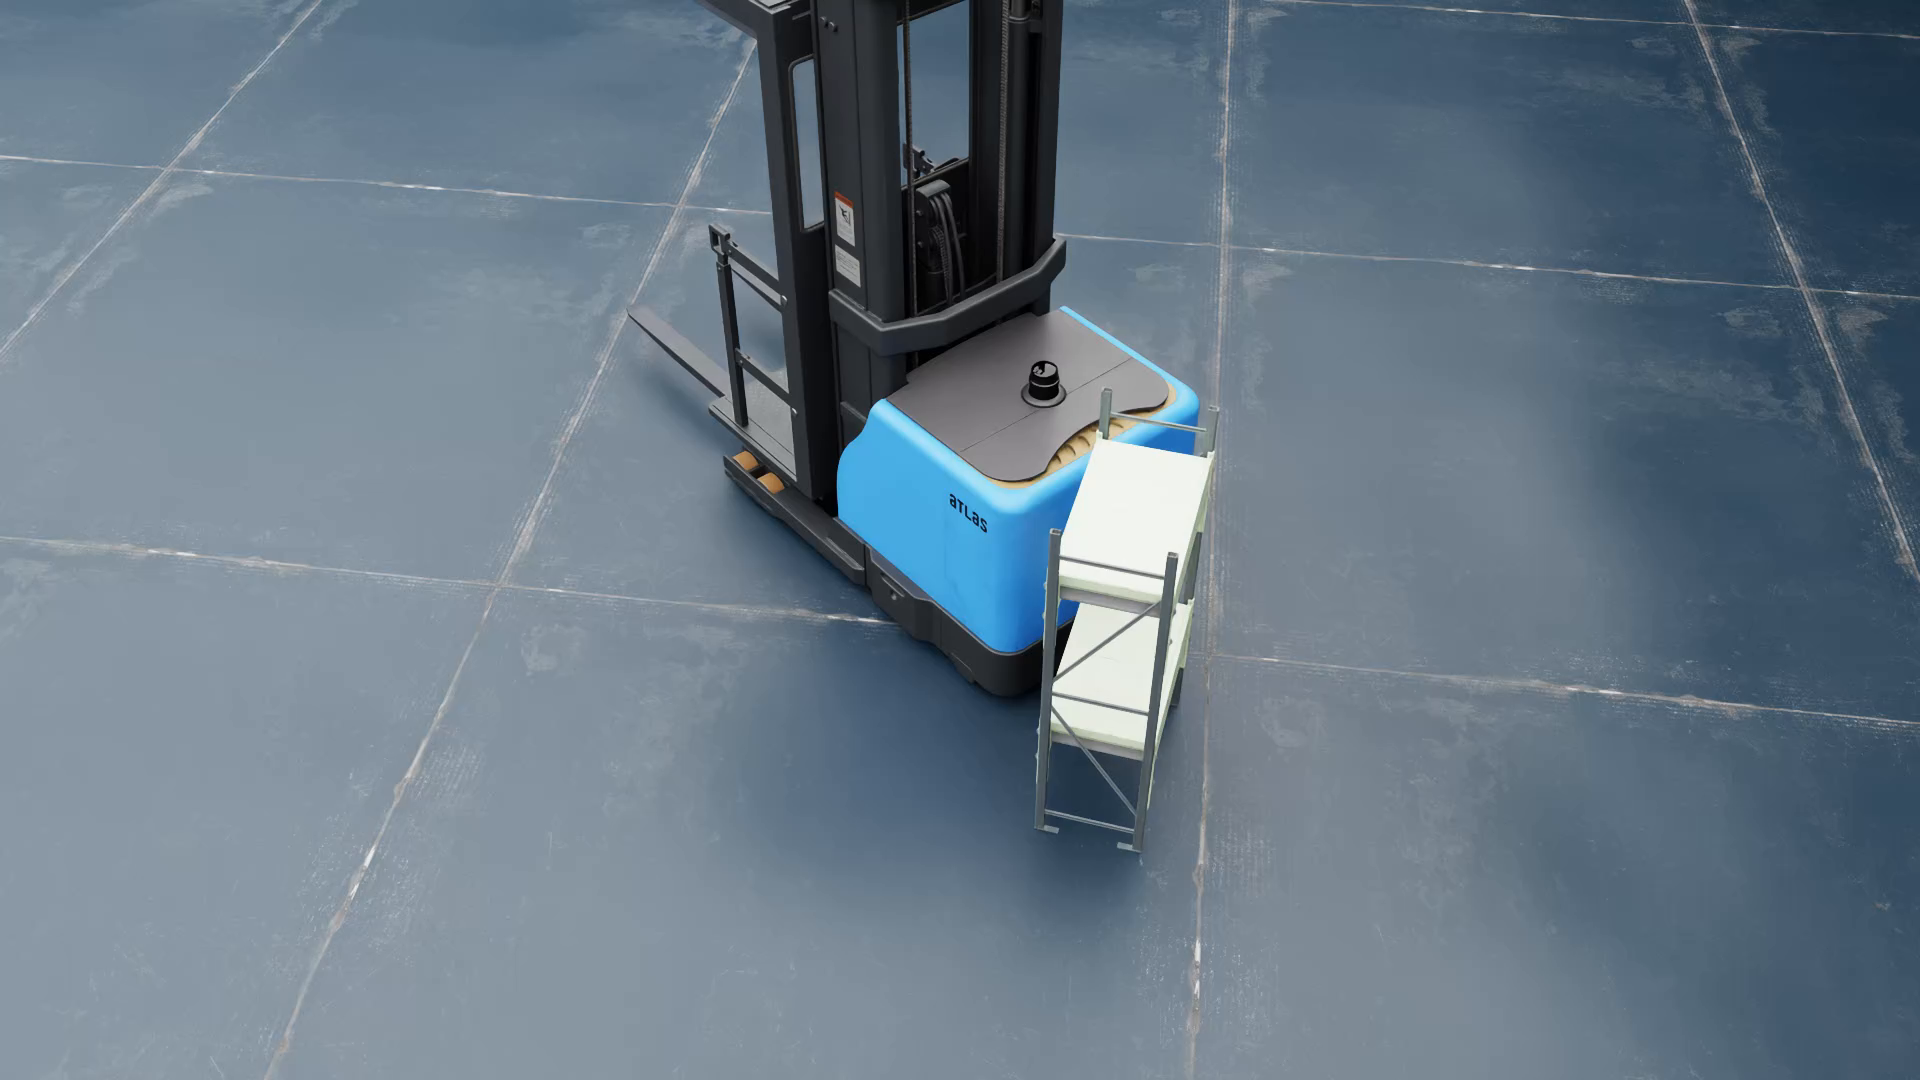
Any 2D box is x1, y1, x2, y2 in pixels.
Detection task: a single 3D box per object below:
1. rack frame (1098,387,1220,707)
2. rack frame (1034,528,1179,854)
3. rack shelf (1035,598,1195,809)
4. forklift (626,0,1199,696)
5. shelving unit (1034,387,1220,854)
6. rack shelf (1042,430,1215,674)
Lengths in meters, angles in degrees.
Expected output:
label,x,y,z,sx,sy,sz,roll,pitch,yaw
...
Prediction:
label,x,y,z,sx,sy,sz,roll,pitch,yaw
rack frame,0.673,0.070,6.107,0.400,1.500,0.023,11,45,12
rack frame,0.470,0.554,5.597,0.400,1.500,0.023,11,45,12
rack shelf,0.572,0.549,6.076,0.431,0.370,0.720,11,45,12
forklift,-0.407,-1.395,6.614,1.130,2.935,3.031,-30,51,-28
shelving unit,0.572,0.312,5.852,0.431,1.500,0.755,11,45,12
rack shelf,0.572,0.029,5.584,0.431,0.370,0.720,11,45,12
